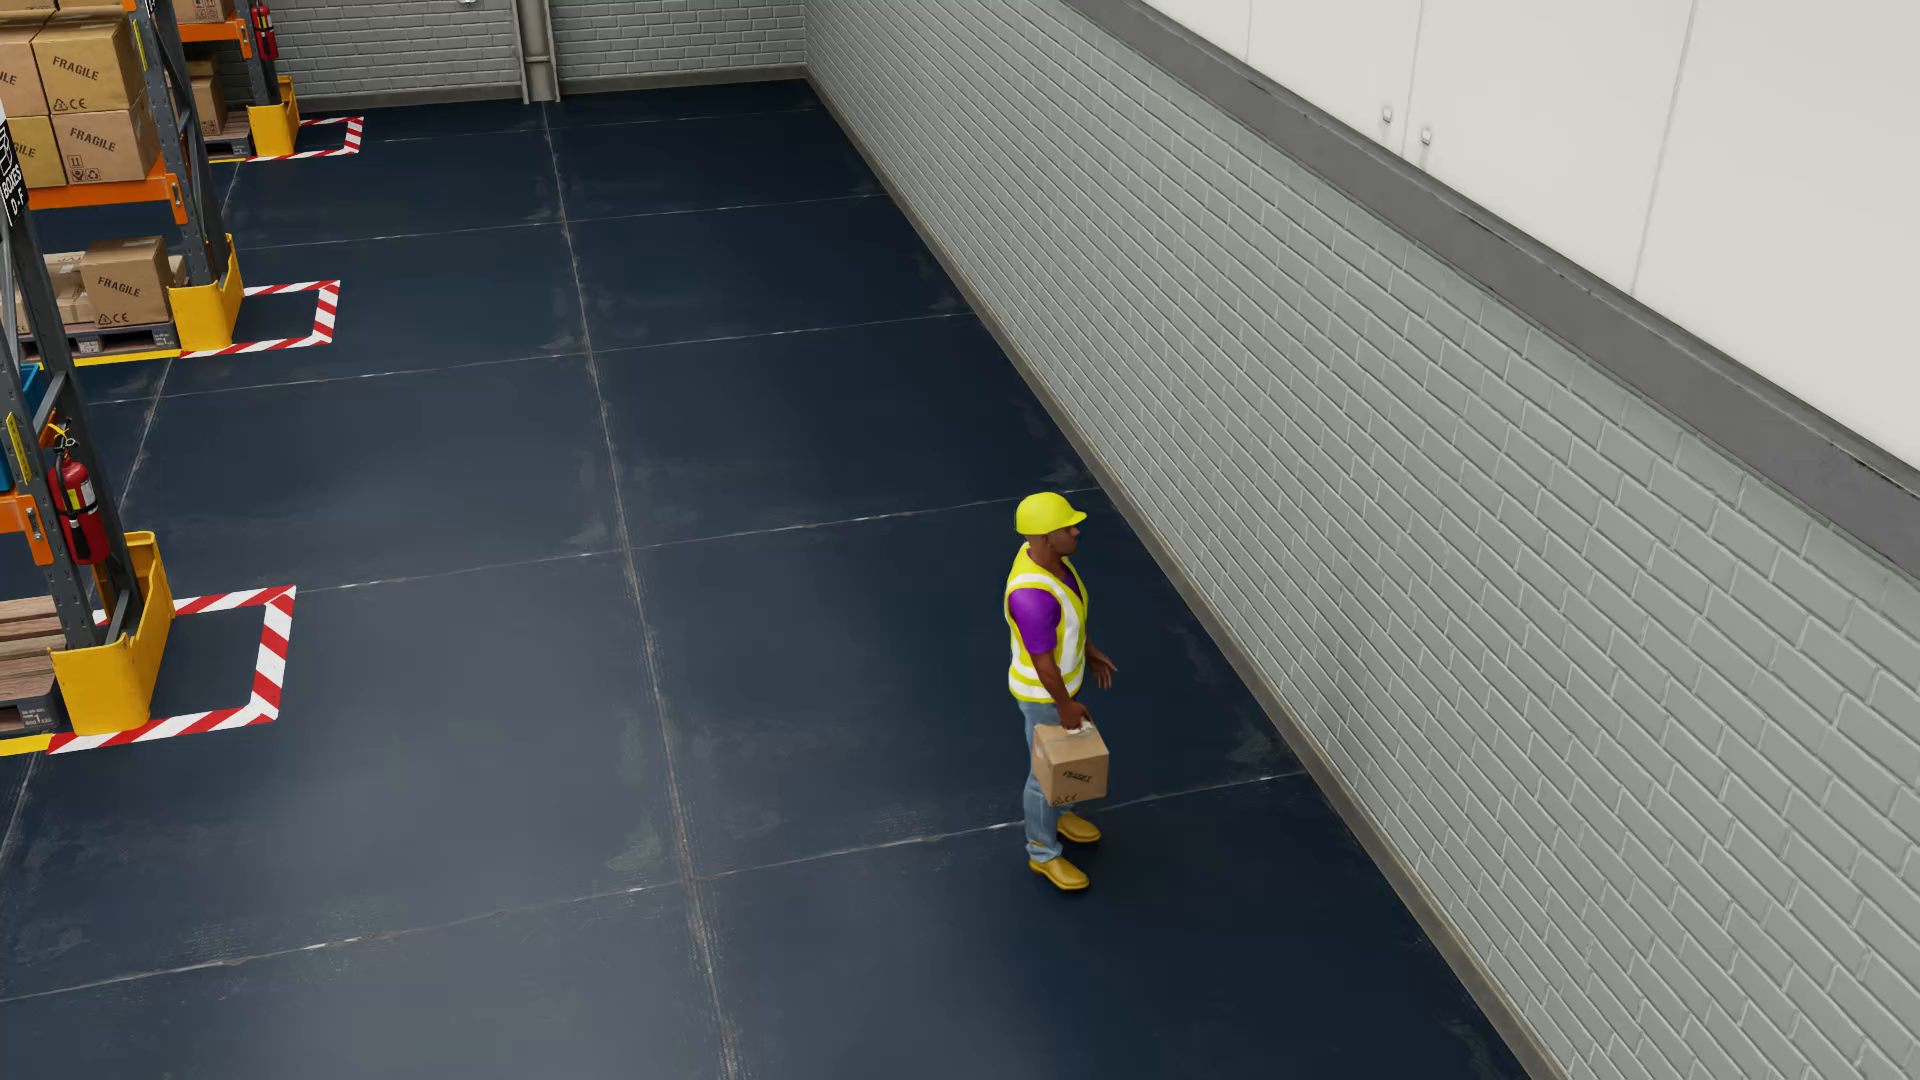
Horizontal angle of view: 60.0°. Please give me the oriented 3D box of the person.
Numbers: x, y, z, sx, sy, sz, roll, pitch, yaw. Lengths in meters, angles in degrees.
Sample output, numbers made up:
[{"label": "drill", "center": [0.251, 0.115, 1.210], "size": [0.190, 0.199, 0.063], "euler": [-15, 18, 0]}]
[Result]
[{"label": "person", "center": [0.426, 0.619, 7.111], "size": [0.468, 1.777, 0.599], "euler": [5, 30, 9]}]
